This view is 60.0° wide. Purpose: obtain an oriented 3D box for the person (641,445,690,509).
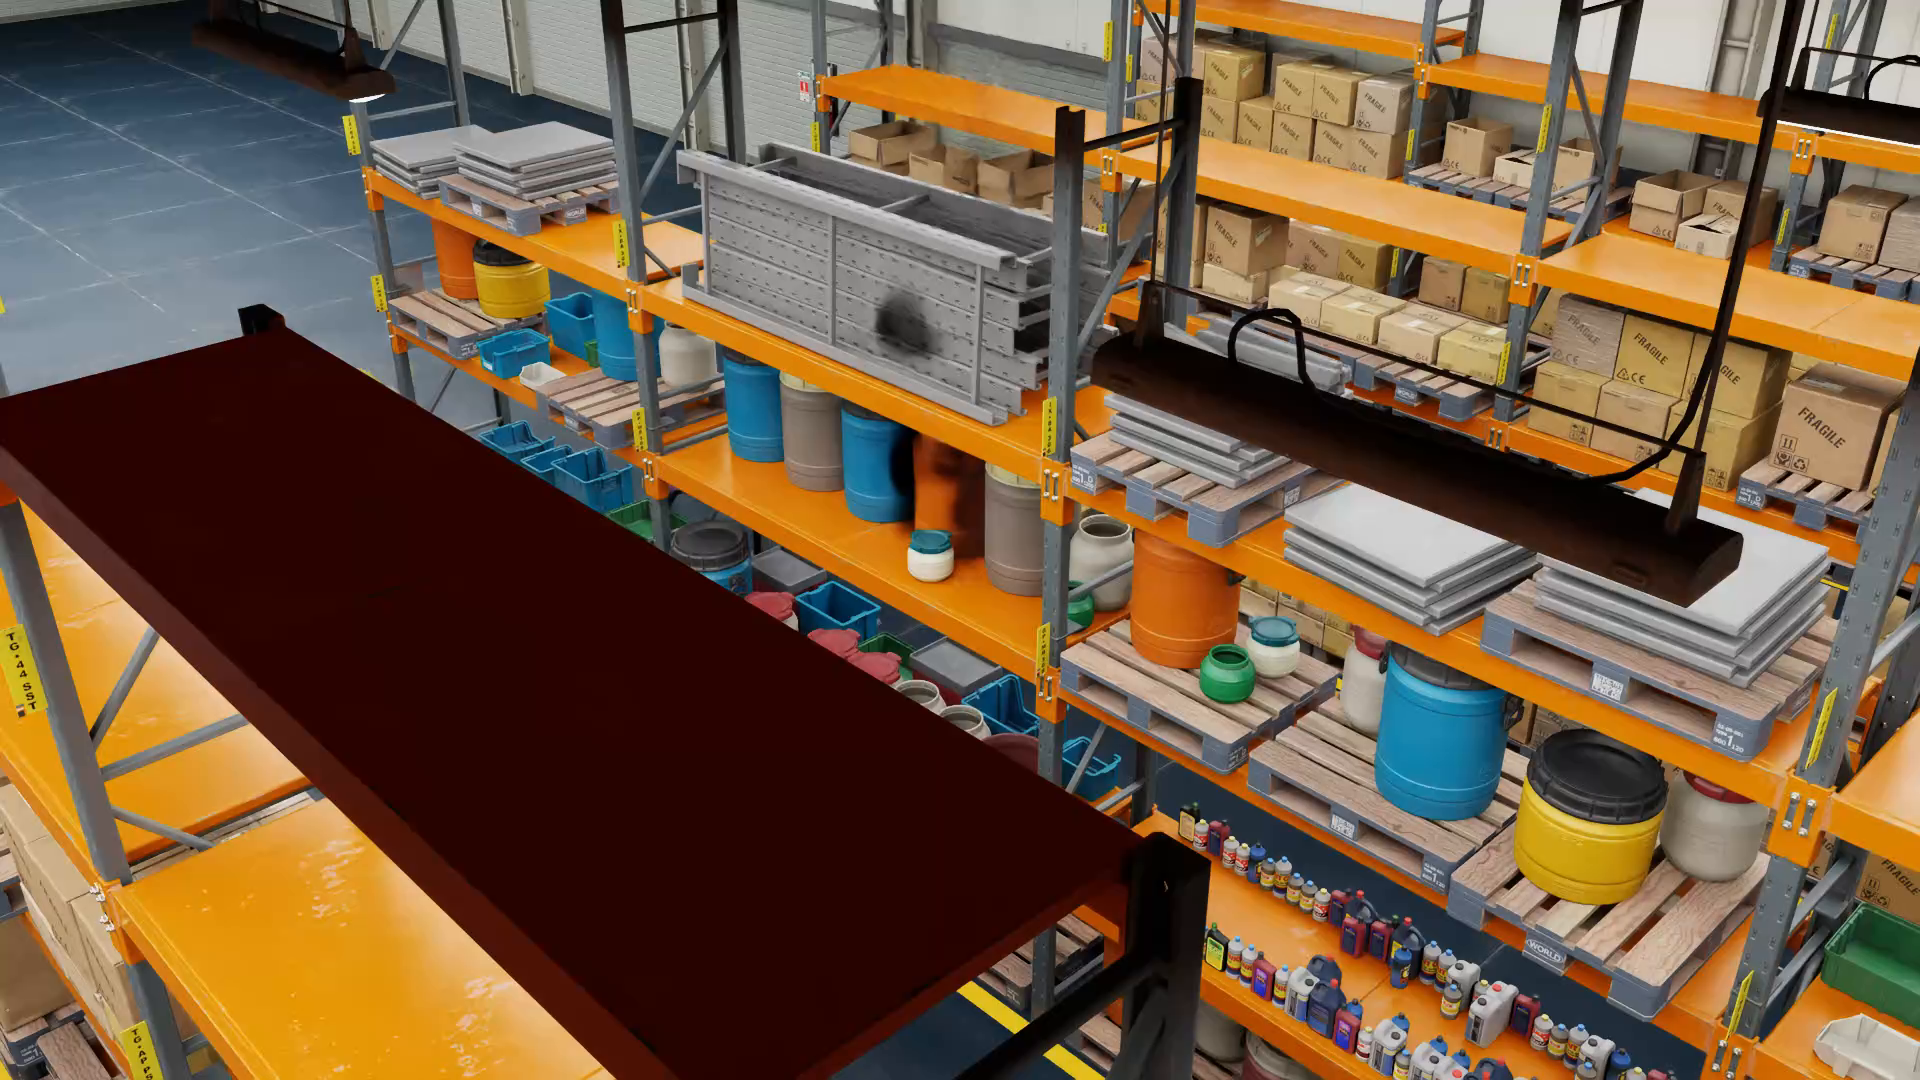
[{"bbox_3d":[-2.791,-0.504,16.147,0.713,1.575,0.566,22,35,35],"label":"person"}]
